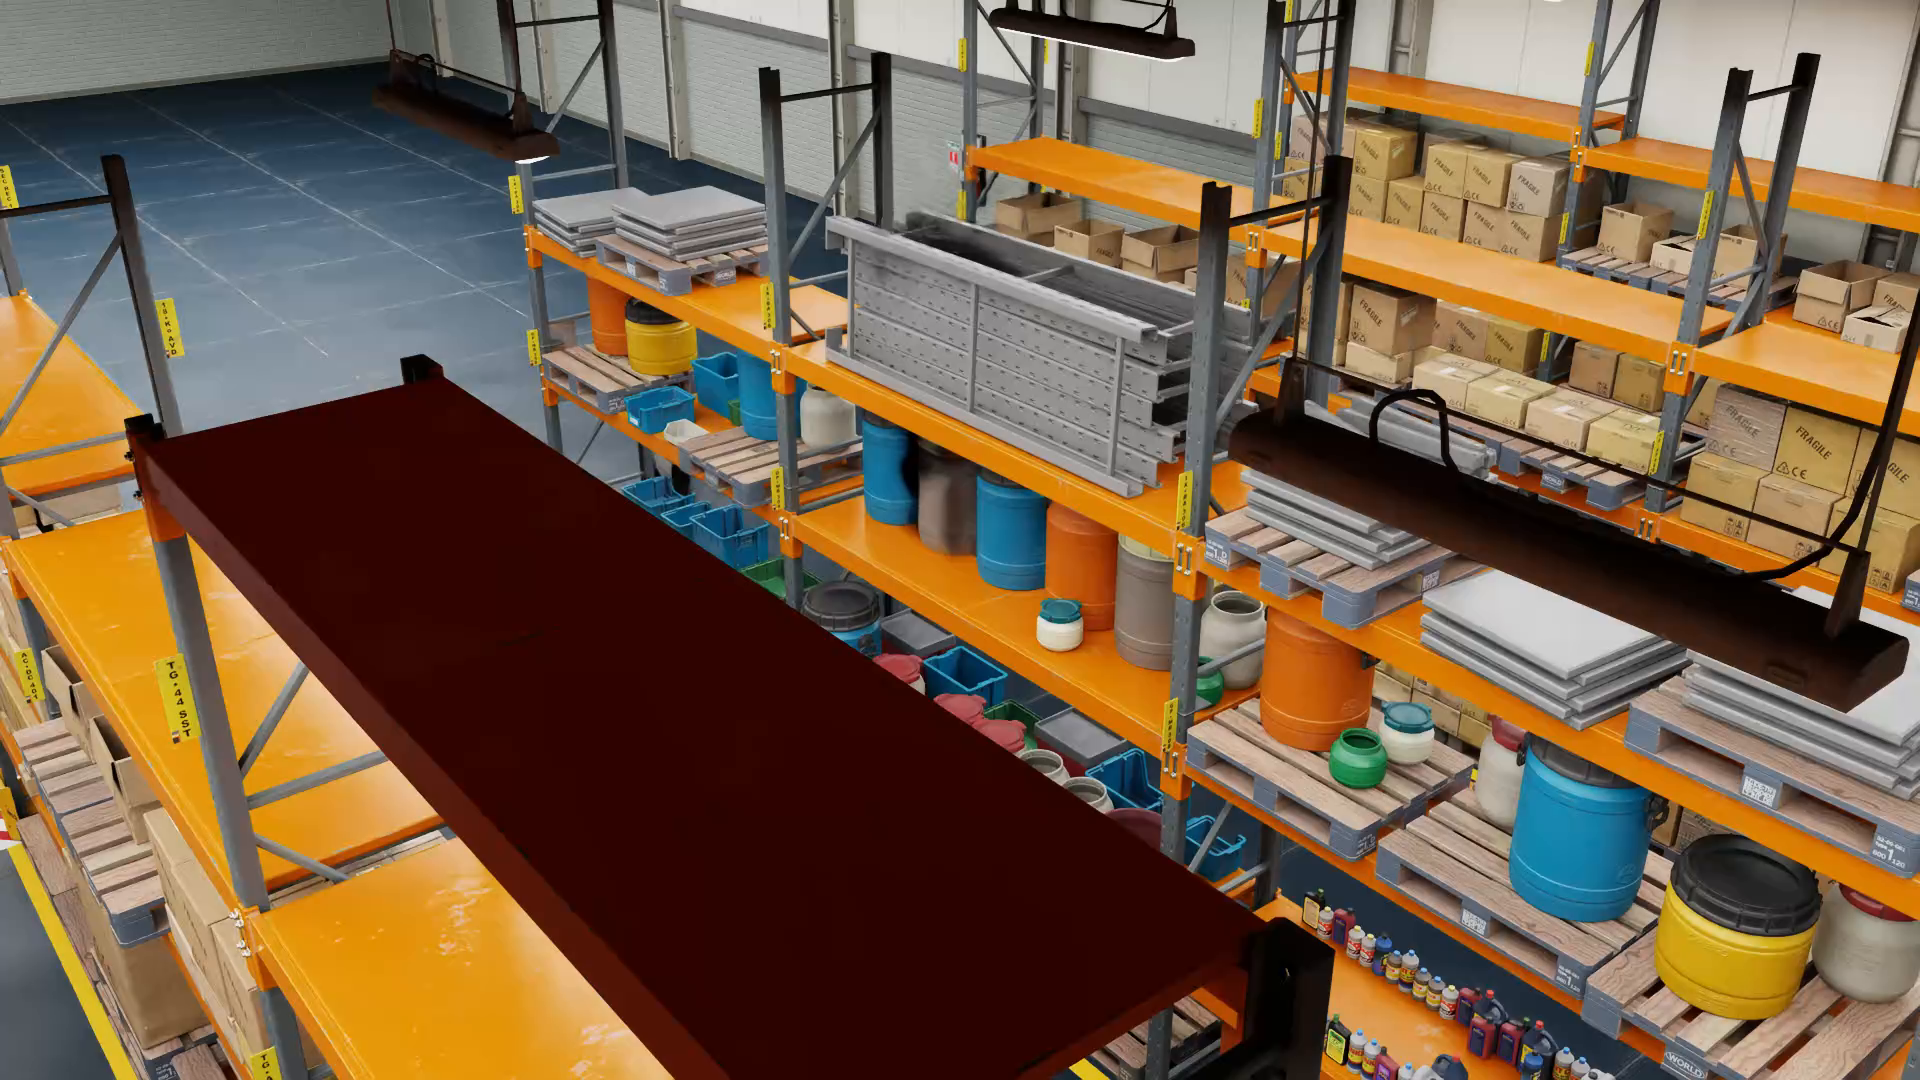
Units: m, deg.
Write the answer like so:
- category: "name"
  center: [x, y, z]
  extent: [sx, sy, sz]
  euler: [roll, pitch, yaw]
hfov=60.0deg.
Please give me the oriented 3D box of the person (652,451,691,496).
- category: "person"
  center: [-3.021, -0.476, 17.319]
  extent: [0.661, 1.756, 0.717]
  euler: [11, 28, 21]
